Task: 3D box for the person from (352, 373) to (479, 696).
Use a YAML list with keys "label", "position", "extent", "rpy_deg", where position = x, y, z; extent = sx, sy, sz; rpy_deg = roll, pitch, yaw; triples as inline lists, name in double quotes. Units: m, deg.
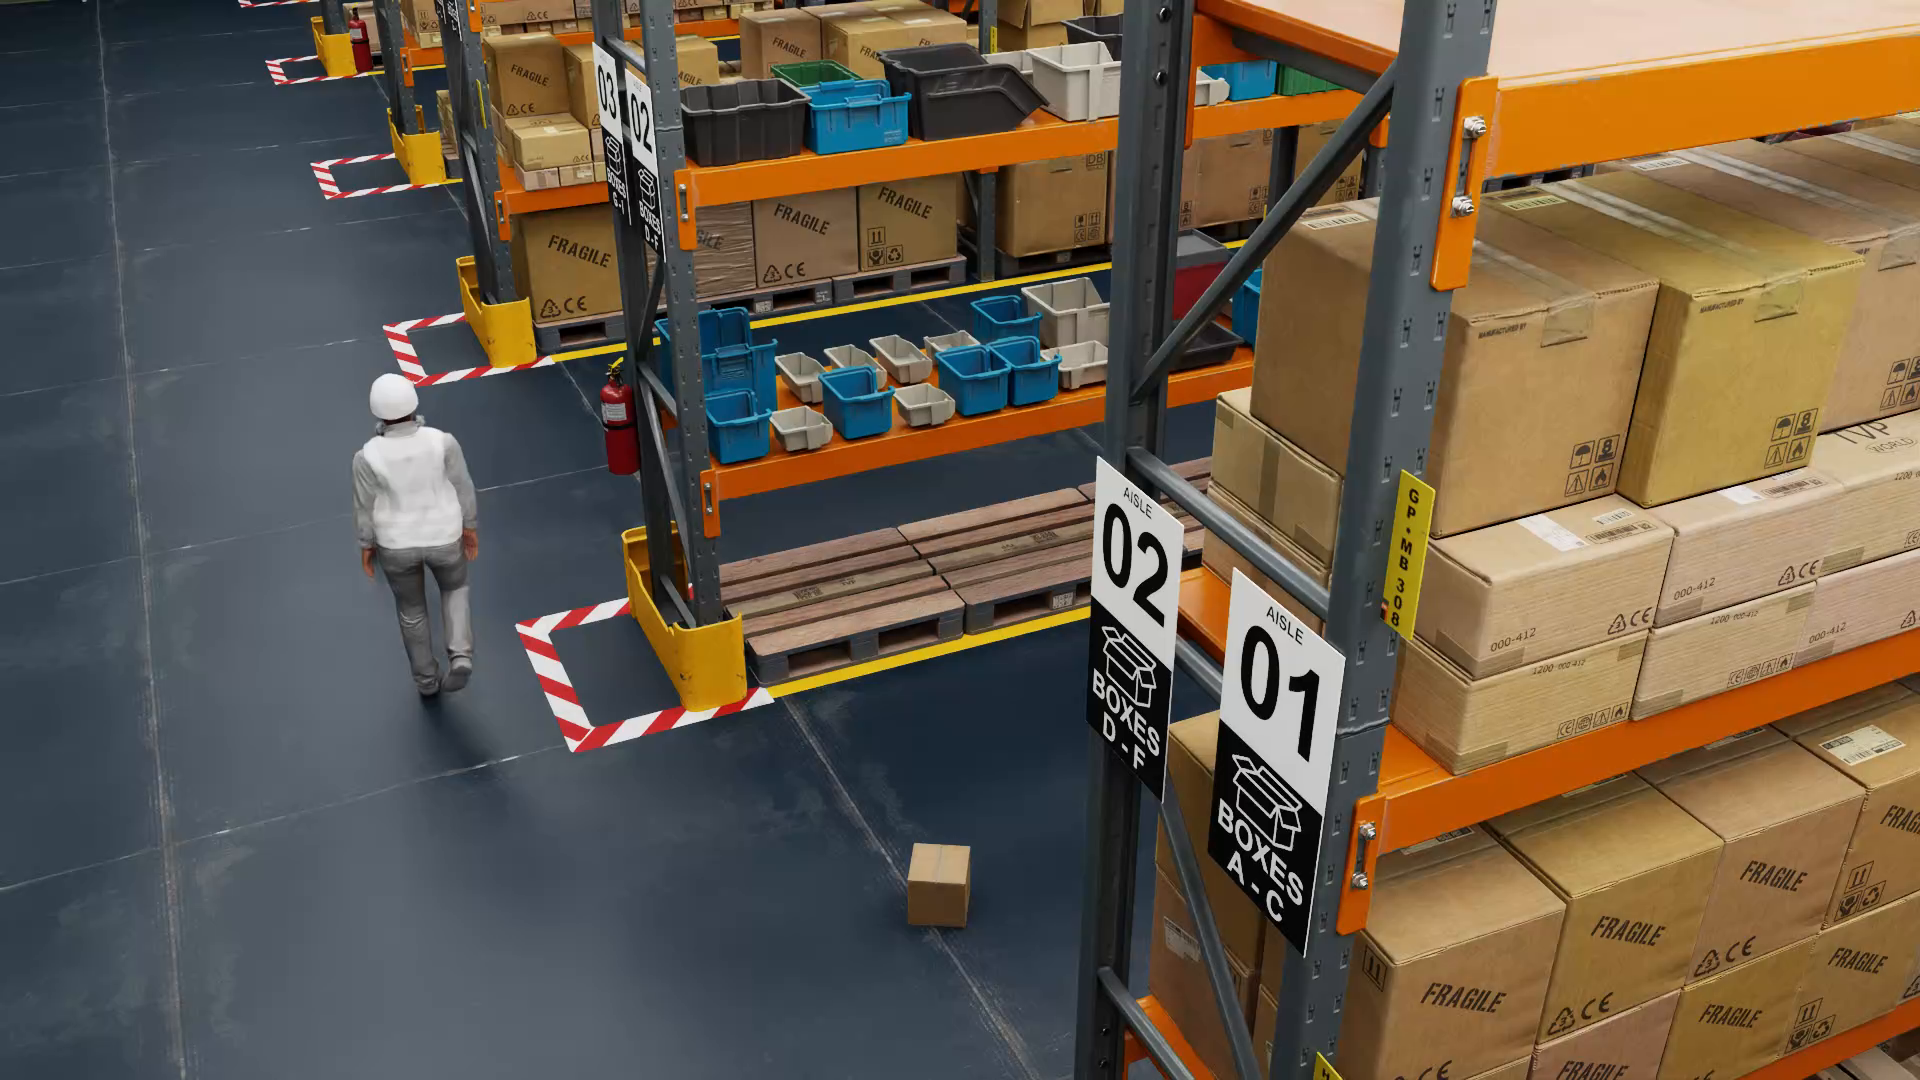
- label: "person"
  position: [-2.714, 0.004, 8.386]
  extent: [0.595, 1.761, 0.509]
  rpy_deg: [-11, 31, -19]
